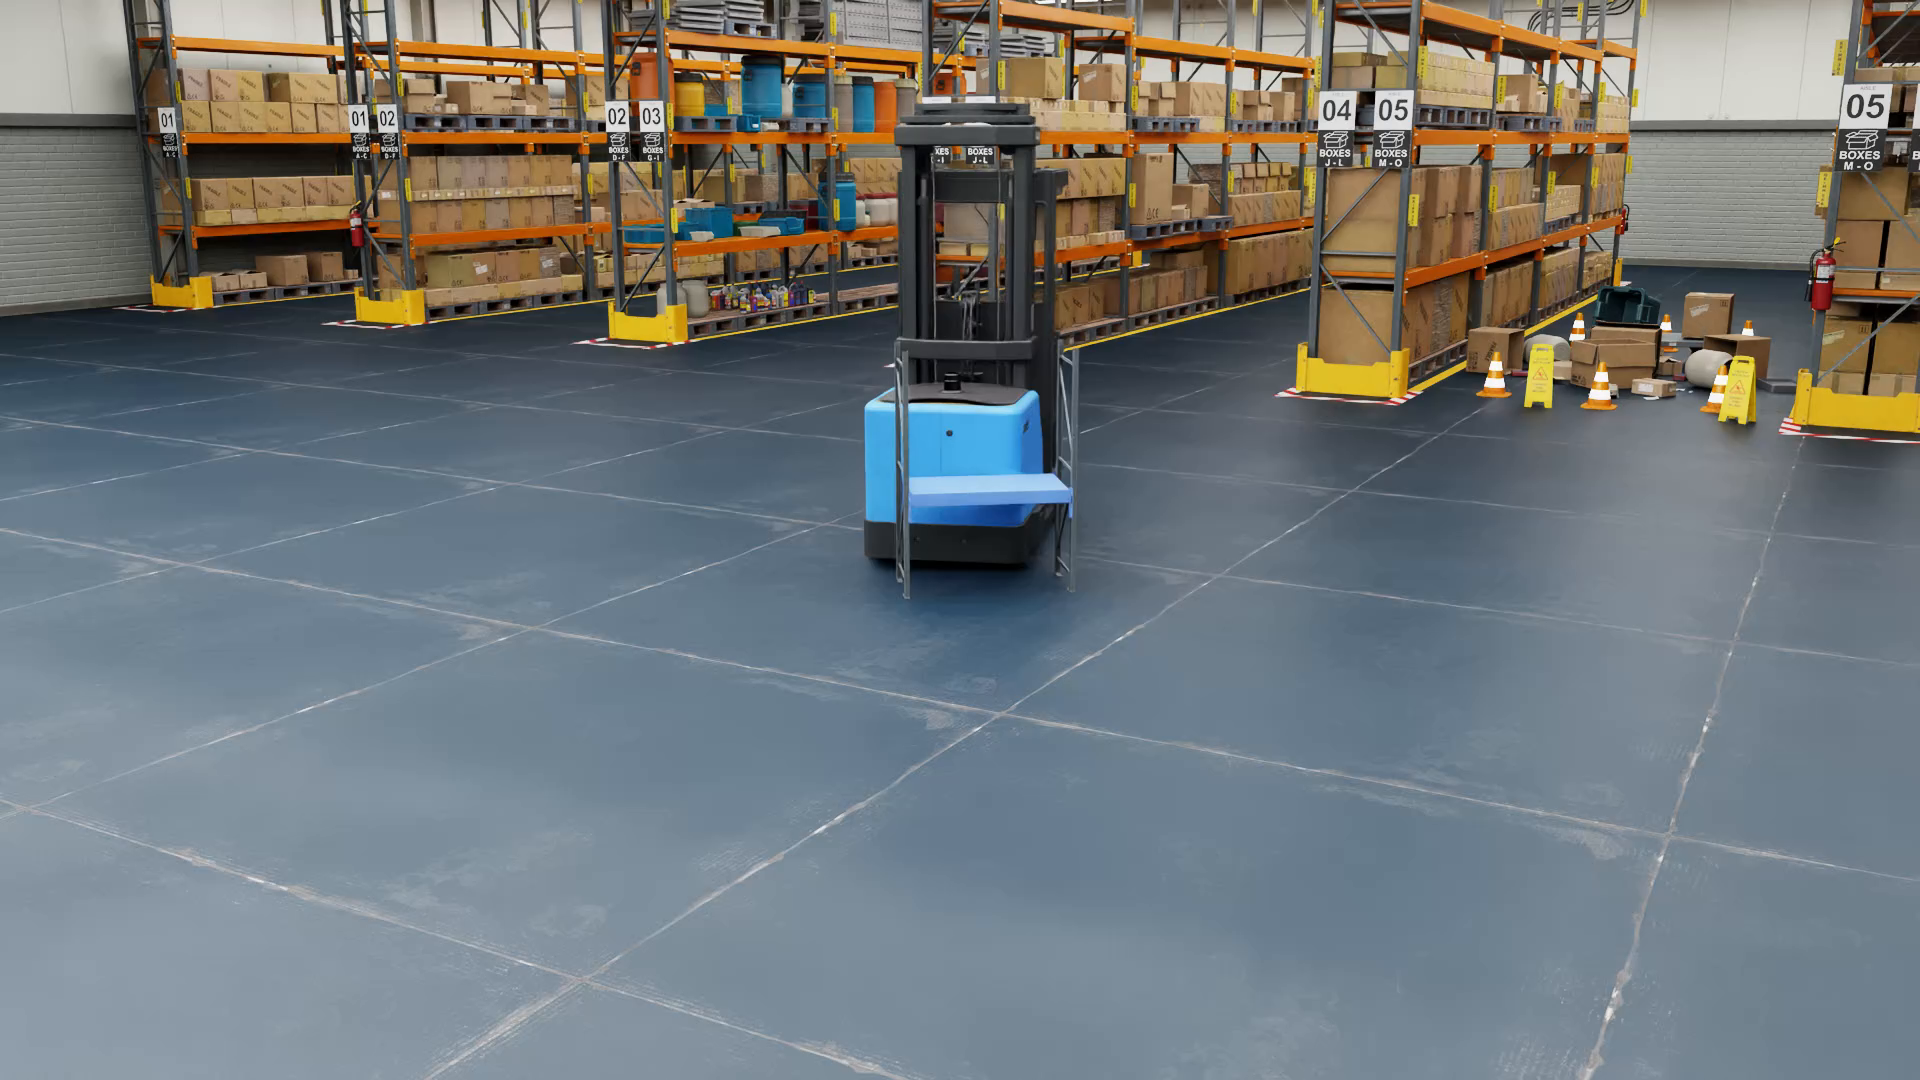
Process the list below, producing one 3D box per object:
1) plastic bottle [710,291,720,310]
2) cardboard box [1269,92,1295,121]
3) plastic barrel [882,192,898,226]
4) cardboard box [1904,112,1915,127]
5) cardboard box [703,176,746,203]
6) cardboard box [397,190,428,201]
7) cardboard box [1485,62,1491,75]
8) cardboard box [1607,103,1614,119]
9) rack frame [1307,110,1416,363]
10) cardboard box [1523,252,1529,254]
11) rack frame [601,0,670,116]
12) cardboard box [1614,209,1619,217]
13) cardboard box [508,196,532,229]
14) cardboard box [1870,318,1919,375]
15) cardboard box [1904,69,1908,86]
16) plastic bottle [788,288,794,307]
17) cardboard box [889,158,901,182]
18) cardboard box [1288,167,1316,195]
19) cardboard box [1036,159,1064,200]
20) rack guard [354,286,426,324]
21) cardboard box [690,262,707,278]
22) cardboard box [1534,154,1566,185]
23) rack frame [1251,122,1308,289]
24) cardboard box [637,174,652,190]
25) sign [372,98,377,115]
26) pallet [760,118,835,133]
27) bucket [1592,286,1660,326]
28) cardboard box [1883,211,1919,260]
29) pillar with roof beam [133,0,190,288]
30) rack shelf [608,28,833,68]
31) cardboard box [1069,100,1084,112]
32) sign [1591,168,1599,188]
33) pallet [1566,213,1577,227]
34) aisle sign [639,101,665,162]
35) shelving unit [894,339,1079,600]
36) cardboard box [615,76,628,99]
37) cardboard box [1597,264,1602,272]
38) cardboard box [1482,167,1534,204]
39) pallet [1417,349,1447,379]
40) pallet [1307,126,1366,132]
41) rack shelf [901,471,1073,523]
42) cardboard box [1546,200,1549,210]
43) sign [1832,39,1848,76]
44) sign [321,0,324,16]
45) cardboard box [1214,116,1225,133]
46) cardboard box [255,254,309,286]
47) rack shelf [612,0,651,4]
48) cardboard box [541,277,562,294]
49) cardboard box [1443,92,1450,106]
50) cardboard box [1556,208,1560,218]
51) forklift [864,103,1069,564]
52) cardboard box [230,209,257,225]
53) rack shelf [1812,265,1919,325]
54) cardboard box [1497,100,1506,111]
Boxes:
[{"bbox_3d":[-3.675,-3.595,24.917,0.152,0.276,0.135,8,15,28],"label":"plastic bottle"},{"bbox_3d":[5.540,-7.721,29.652,0.700,0.500,0.500,8,16,29],"label":"cardboard box"},{"bbox_3d":[-1.173,-5.527,27.770,0.433,0.535,0.433,0,14,0],"label":"plastic barrel"},{"bbox_3d":[9.179,-3.977,15.766,0.380,0.149,0.250,7,15,26],"label":"cardboard box"},{"bbox_3d":[-4.586,-6.828,32.345,0.700,0.500,0.500,2,14,9],"label":"cardboard box"},{"bbox_3d":[-8.281,-5.212,25.154,0.380,0.149,0.250,7,15,28],"label":"cardboard box"},{"bbox_3d":[6.217,-5.720,20.185,0.380,0.149,0.250,7,15,28],"label":"cardboard box"},{"bbox_3d":[11.048,-7.451,28.893,0.500,0.250,0.500,8,16,29],"label":"cardboard box"},{"bbox_3d":[4.304,-3.086,17.934,1.000,3.000,0.127,7,15,28],"label":"rack frame"},{"bbox_3d":[8.766,-4.458,26.463,0.500,0.250,0.500,8,16,29],"label":"cardboard box"},{"bbox_3d":[-4.325,-7.146,21.975,1.000,3.000,0.127,7,15,28],"label":"rack frame"},{"bbox_3d":[12.128,-6.148,31.169,0.380,0.149,0.250,7,15,28],"label":"cardboard box"},{"bbox_3d":[-7.430,-5.358,27.144,0.700,0.500,0.500,8,16,29],"label":"cardboard box"},{"bbox_3d":[9.329,-1.917,16.456,0.500,0.500,0.500,7,15,26],"label":"cardboard box"},{"bbox_3d":[9.144,-4.373,15.706,0.380,0.149,0.250,7,15,28],"label":"cardboard box"},{"bbox_3d":[-2.585,-3.702,25.344,0.061,0.283,0.133,9,16,32],"label":"plastic bottle"},{"bbox_3d":[-1.637,-8.171,36.678,0.500,0.500,0.500,8,16,30],"label":"cardboard box"},{"bbox_3d":[6.267,-6.636,30.745,0.500,0.500,0.500,7,15,28],"label":"cardboard box"},{"bbox_3d":[1.004,-4.634,21.375,0.500,0.500,0.500,7,15,28],"label":"cardboard box"},{"bbox_3d":[-8.671,-3.572,25.282,1.175,0.500,0.348,7,15,28],"label":"rack guard"},{"bbox_3d":[-5.079,-5.059,31.088,0.500,0.250,0.500,7,15,27],"label":"cardboard box"},{"bbox_3d":[10.095,-6.354,28.509,0.500,0.500,0.500,7,15,26],"label":"cardboard box"},{"bbox_3d":[5.812,-6.131,30.563,1.000,3.000,0.127,7,15,28],"label":"rack frame"},{"bbox_3d":[-7.199,-7.894,36.986,0.500,0.500,0.500,7,15,27],"label":"cardboard box"},{"bbox_3d":[-10.585,-7.823,30.078,0.100,0.325,0.005,7,15,28],"label":"sign"},{"bbox_3d":[-2.654,-6.258,25.093,1.213,0.211,1.003,7,15,28],"label":"pallet"},{"bbox_3d":[8.190,-2.765,20.344,0.620,0.611,0.726,1,9,-42],"label":"bucket"},{"bbox_3d":[10.133,-3.227,17.671,0.500,0.500,0.500,8,16,30],"label":"cardboard box"},{"bbox_3d":[-9.648,-8.023,25.610,9.100,9.000,0.400,7,15,28],"label":"pillar with roof beam"},{"bbox_3d":[-3.358,-7.012,23.808,1.077,0.370,4.000,7,15,28],"label":"rack shelf"},{"bbox_3d":[1.408,-5.698,21.838,0.380,0.149,0.250,8,16,31],"label":"cardboard box"},{"bbox_3d":[10.593,-6.049,27.752,0.100,0.325,0.005,7,15,28],"label":"sign"},{"bbox_3d":[9.608,-5.314,27.586,1.003,0.211,1.213,7,15,28],"label":"pallet"},{"bbox_3d":[-4.103,-5.446,22.175,0.394,0.787,0.004,7,15,28],"label":"aisle sign"},{"bbox_3d":[0.152,-0.443,10.173,1.048,1.500,0.538,-2,14,-8],"label":"shelving unit"},{"bbox_3d":[-6.138,-7.808,28.944,0.500,0.500,0.500,9,16,33],"label":"cardboard box"},{"bbox_3d":[11.404,-4.926,30.117,0.380,0.149,0.250,8,16,31],"label":"cardboard box"},{"bbox_3d":[7.946,-5.171,24.235,0.700,0.500,0.500,7,15,28],"label":"cardboard box"},{"bbox_3d":[5.213,-2.153,20.012,1.003,0.211,1.213,7,15,28],"label":"pallet"},{"bbox_3d":[7.396,-8.213,32.989,1.003,0.211,1.213,7,15,28],"label":"pallet"},{"bbox_3d":[0.152,-0.269,10.215,1.000,0.185,0.538,-2,14,-8],"label":"rack shelf"},{"bbox_3d":[8.710,-5.086,25.236,0.380,0.149,0.250,8,16,31],"label":"cardboard box"},{"bbox_3d":[8.210,-4.501,15.516,0.100,0.325,0.005,7,15,28],"label":"sign"},{"bbox_3d":[-11.552,-9.682,30.163,0.100,0.325,0.005,7,15,28],"label":"sign"},{"bbox_3d":[3.863,-6.570,26.305,0.500,0.250,0.500,7,15,28],"label":"cardboard box"},{"bbox_3d":[-11.910,-4.745,29.208,0.700,0.500,0.500,6,15,25],"label":"cardboard box"},{"bbox_3d":[-8.163,-11.586,34.836,1.077,0.370,4.000,7,15,28],"label":"rack shelf"},{"bbox_3d":[-7.009,-4.259,27.768,0.500,0.250,0.500,7,15,28],"label":"cardboard box"},{"bbox_3d":[5.238,-4.916,18.551,0.380,0.149,0.250,7,15,28],"label":"cardboard box"},{"bbox_3d":[9.204,-5.150,26.137,0.380,0.149,0.250,8,16,29],"label":"cardboard box"},{"bbox_3d":[0.162,-1.569,11.786,1.130,2.935,3.031,3,14,11],"label":"forklift"},{"bbox_3d":[-12.245,-5.461,28.064,0.500,0.250,0.500,7,15,26],"label":"cardboard box"},{"bbox_3d":[9.653,-2.606,17.480,1.077,0.370,4.000,7,15,28],"label":"rack shelf"},{"bbox_3d":[6.956,-5.680,21.721,0.250,0.149,0.380,7,15,28],"label":"cardboard box"}]
